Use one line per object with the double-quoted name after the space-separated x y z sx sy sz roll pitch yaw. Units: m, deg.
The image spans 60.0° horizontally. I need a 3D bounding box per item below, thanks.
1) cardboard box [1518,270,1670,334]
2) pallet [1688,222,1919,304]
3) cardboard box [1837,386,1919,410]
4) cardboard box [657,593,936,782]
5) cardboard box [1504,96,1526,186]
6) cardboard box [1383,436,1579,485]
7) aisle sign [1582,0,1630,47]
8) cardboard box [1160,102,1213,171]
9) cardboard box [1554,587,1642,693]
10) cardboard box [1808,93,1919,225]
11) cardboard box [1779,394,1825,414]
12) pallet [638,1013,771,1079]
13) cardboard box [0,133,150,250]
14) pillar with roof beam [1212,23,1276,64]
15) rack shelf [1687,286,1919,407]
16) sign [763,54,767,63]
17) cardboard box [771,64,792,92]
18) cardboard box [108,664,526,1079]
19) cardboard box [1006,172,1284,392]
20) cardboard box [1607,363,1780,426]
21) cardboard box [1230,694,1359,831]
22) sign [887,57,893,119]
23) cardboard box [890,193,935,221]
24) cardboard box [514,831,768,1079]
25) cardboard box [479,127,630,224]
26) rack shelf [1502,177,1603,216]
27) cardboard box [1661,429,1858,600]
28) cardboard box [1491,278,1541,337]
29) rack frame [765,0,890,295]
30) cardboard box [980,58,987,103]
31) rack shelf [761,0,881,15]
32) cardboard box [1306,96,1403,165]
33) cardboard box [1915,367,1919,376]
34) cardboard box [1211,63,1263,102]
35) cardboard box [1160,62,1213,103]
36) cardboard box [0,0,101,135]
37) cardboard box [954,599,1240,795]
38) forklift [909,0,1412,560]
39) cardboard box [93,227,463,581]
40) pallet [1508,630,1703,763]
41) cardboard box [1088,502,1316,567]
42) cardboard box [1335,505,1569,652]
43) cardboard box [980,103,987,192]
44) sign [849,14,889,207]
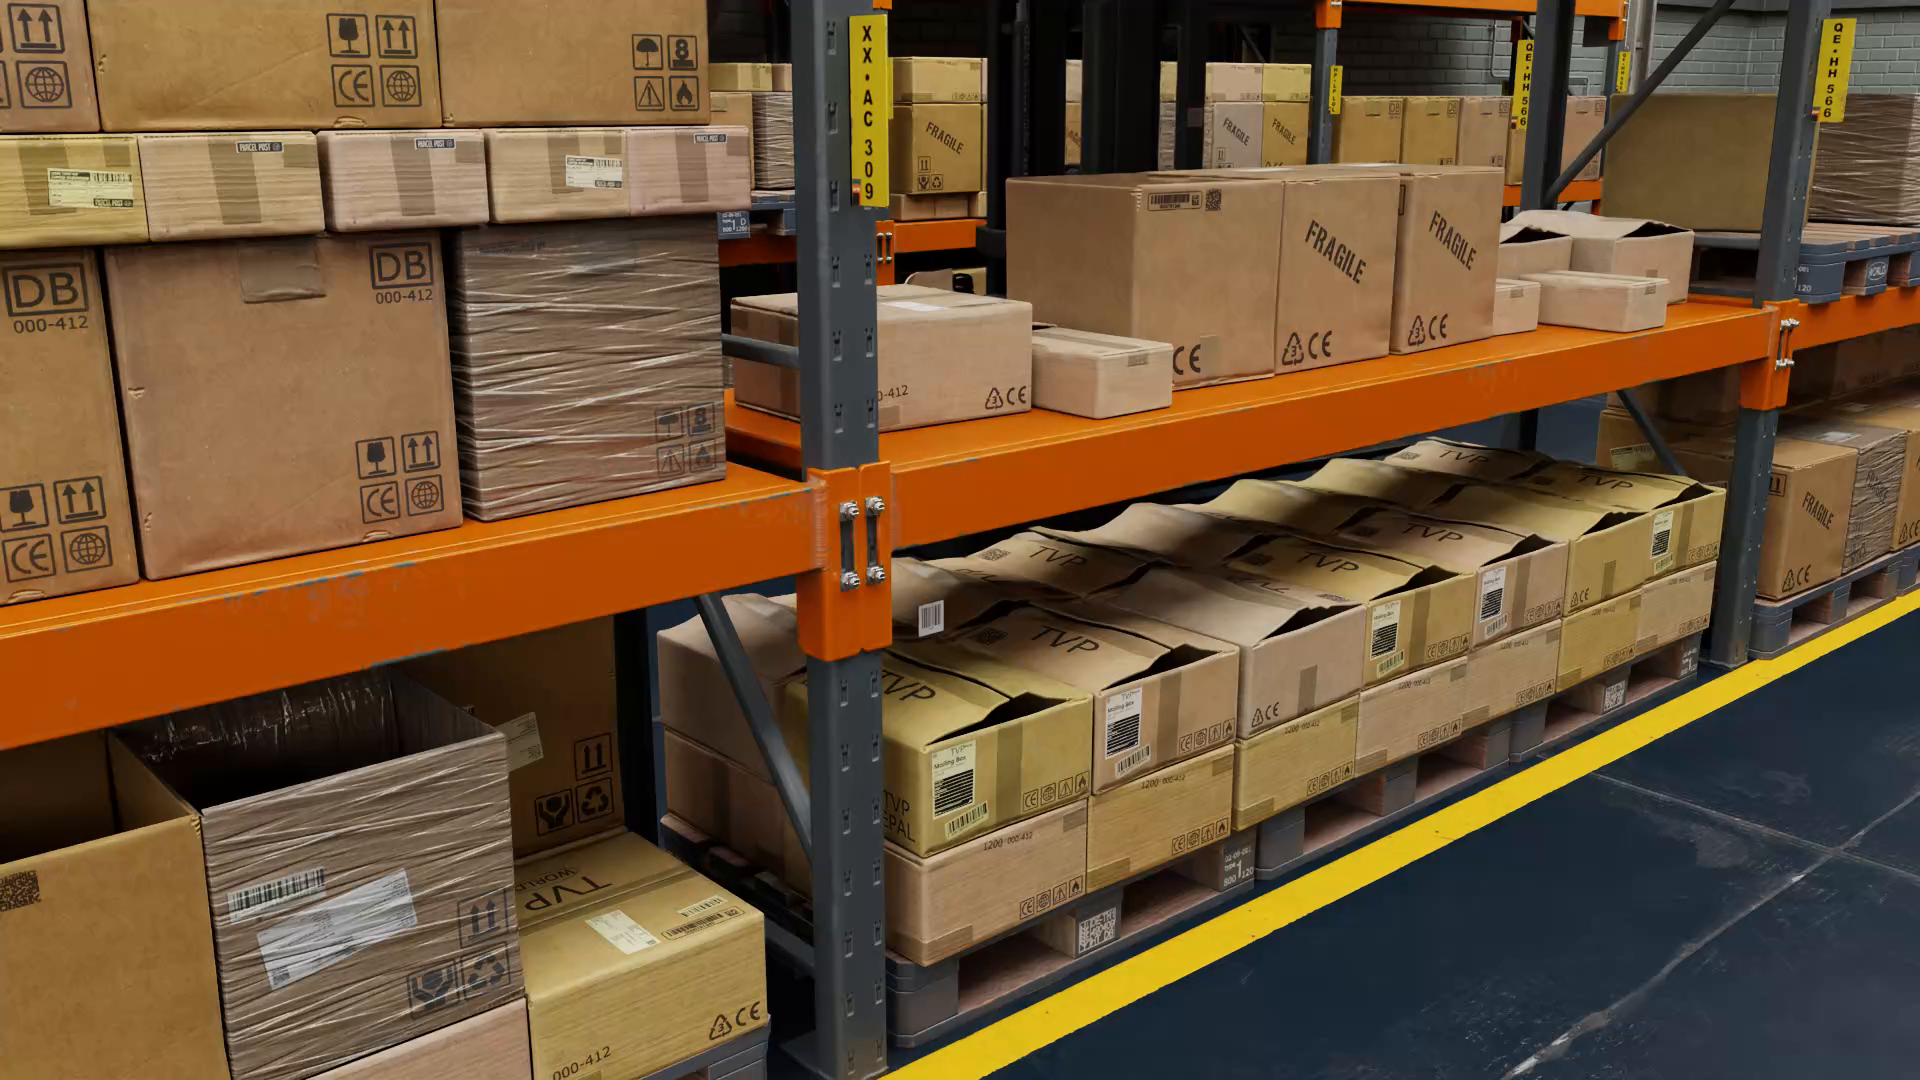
1.995 -0.756 5.255 0.250 0.149 0.380 -13 19 -39 "cardboard box"
2.957 -1.120 6.501 1.003 0.211 1.213 -13 19 -39 "pallet"
4.186 -0.373 7.326 0.500 0.500 0.500 -14 20 -41 "cardboard box"
-0.408 0.324 4.152 0.500 0.311 0.500 -13 19 -39 "cardboard box"
4.353 -3.334 13.837 0.700 0.700 0.980 -13 20 -40 "cardboard box"
1.904 -0.198 6.105 0.500 0.311 0.500 -12 19 -38 "cardboard box"
5.524 -4.612 14.168 0.004 0.787 0.394 -13 19 -39 "aisle sign"
1.309 -2.628 10.966 0.500 0.500 0.500 -13 19 -39 "cardboard box"
1.869 0.266 5.454 0.500 0.250 0.500 -13 20 -40 "cardboard box"
3.708 -1.581 6.850 0.500 0.500 0.700 -9 17 -29 "cardboard box"
3.434 -0.380 7.353 0.500 0.500 0.500 -14 20 -41 "cardboard box"
-1.153 1.068 3.344 1.213 0.211 1.003 -13 19 -39 "pallet"
-1.359 -0.508 2.389 0.250 0.149 0.380 -13 20 -40 "cardboard box"
5.041 -5.072 9.302 0.400 9.000 9.100 -13 19 -39 "pillar with roof beam"
4.001 -1.075 7.356 4.000 0.370 1.077 -13 19 -39 "rack shelf"
-1.130 -2.714 9.856 0.005 0.325 0.100 -13 19 -39 "sign"
-1.003 -2.557 9.209 0.380 0.149 0.250 13 20 40 "cardboard box"
-1.117 0.561 2.900 0.500 0.500 0.500 -13 19 -39 "cardboard box"
0.462 -0.671 4.254 0.500 0.500 0.500 -11 18 -35 "cardboard box"
3.083 -0.665 6.967 0.500 0.250 0.500 -12 19 -37 "cardboard box"
0.717 0.525 4.488 0.500 0.250 0.500 -13 20 -41 "cardboard box"
-0.399 -2.465 9.074 0.005 0.325 0.100 -13 19 -39 "sign"
-0.362 -1.946 9.673 0.250 0.149 0.380 -13 20 -40 "cardboard box"
-0.732 0.841 3.305 0.500 0.250 0.500 -13 19 -39 "cardboard box"
-0.778 -0.639 2.877 0.250 0.149 0.380 -13 20 -41 "cardboard box"
3.764 -2.716 13.501 4.000 0.370 1.077 -13 19 -39 "rack shelf"
3.023 -0.110 6.341 0.500 0.500 0.500 -12 19 -37 "cardboard box"
1.567 -0.735 5.177 0.250 0.149 0.380 -11 18 -35 "cardboard box"
-0.763 -2.047 9.603 0.127 3.000 1.000 -13 19 -39 "rack frame"
0.154 -2.729 9.894 0.500 0.250 0.500 -13 20 -40 "cardboard box"
-2.272 -2.810 8.040 4.000 0.370 1.077 -13 19 -39 "rack shelf"
2.675 -2.959 12.433 0.700 0.700 0.980 -12 19 -39 "cardboard box"
4.589 -0.639 8.322 0.500 0.500 0.500 -12 19 -39 "cardboard box"
1.678 -3.075 11.189 0.500 0.250 0.500 -12 19 -38 "cardboard box"
1.294 -2.989 10.866 0.500 0.250 0.500 -12 19 -38 "cardboard box"
-1.615 -0.834 2.353 0.500 0.500 0.700 -13 20 -39 "cardboard box"
0.331 0.343 4.080 0.500 0.311 0.500 -13 20 -40 "cardboard box"
0.938 -1.561 7.913 3.031 2.935 1.130 -10 18 -32 "forklift"
-1.250 -0.287 2.820 0.500 0.500 0.700 -13 20 -40 "cardboard box"
1.845 0.395 5.861 1.213 0.211 1.003 -13 19 -39 "pallet"
0.740 0.066 5.117 0.500 0.311 0.500 -13 20 -40 "cardboard box"
1.488 0.082 5.059 0.500 0.311 0.500 -13 20 -40 "cardboard box"
0.173 -2.369 9.996 0.500 0.500 0.500 -12 19 -38 "cardboard box"
-0.160 -0.755 2.932 0.005 0.325 0.100 -13 19 -39 "sign"
